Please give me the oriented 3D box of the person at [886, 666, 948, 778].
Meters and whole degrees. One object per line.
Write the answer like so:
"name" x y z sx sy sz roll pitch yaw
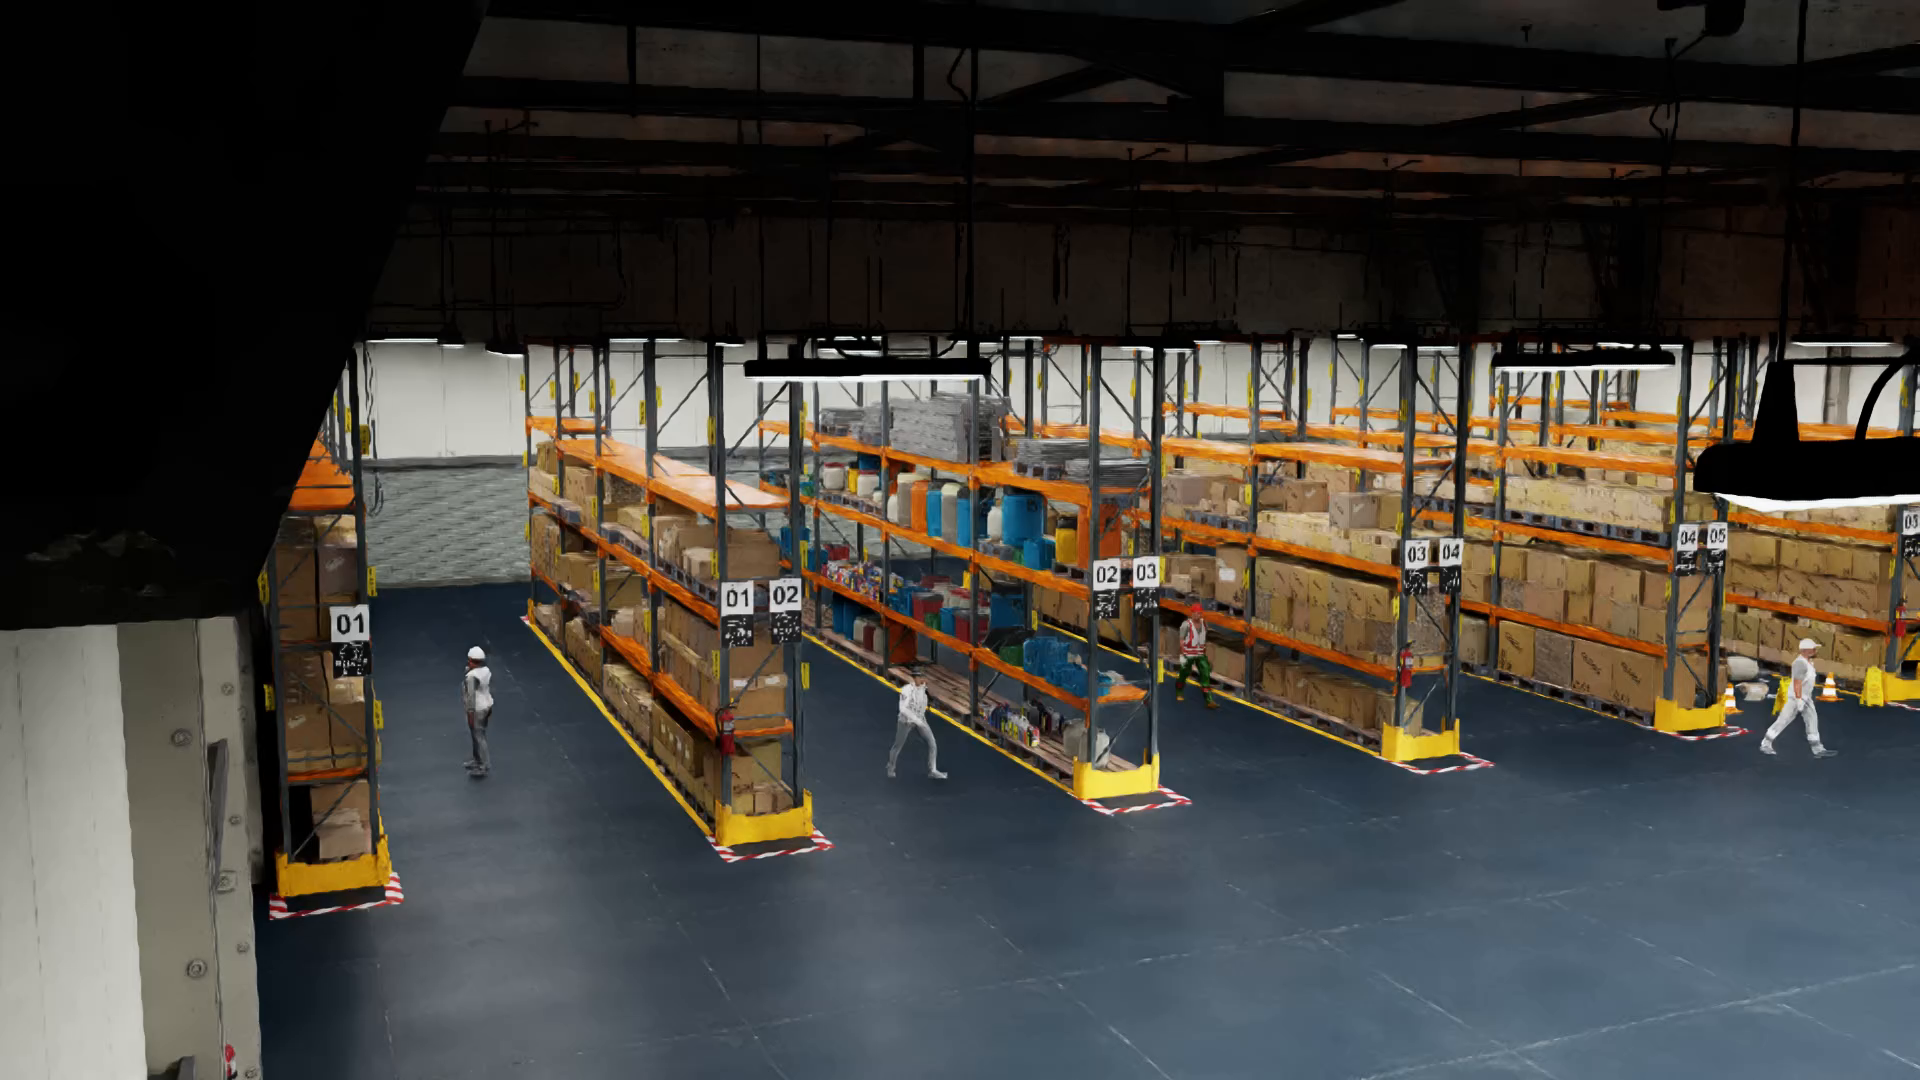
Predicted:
"person" -0.648 2.491 22.903 0.643 1.612 0.794 -6 10 -40

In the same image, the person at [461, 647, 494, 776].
"person" -6.775 2.364 23.194 0.499 1.774 0.578 1 8 7

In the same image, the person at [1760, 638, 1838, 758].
"person" 12.073 2.250 24.033 0.784 1.710 0.550 7 10 41

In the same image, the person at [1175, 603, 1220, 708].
"person" 3.842 1.861 27.161 0.553 1.707 1.103 -3 8 -18

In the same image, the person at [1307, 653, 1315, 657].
"person" 6.817 1.395 31.166 0.592 1.629 0.531 -4 8 -25
